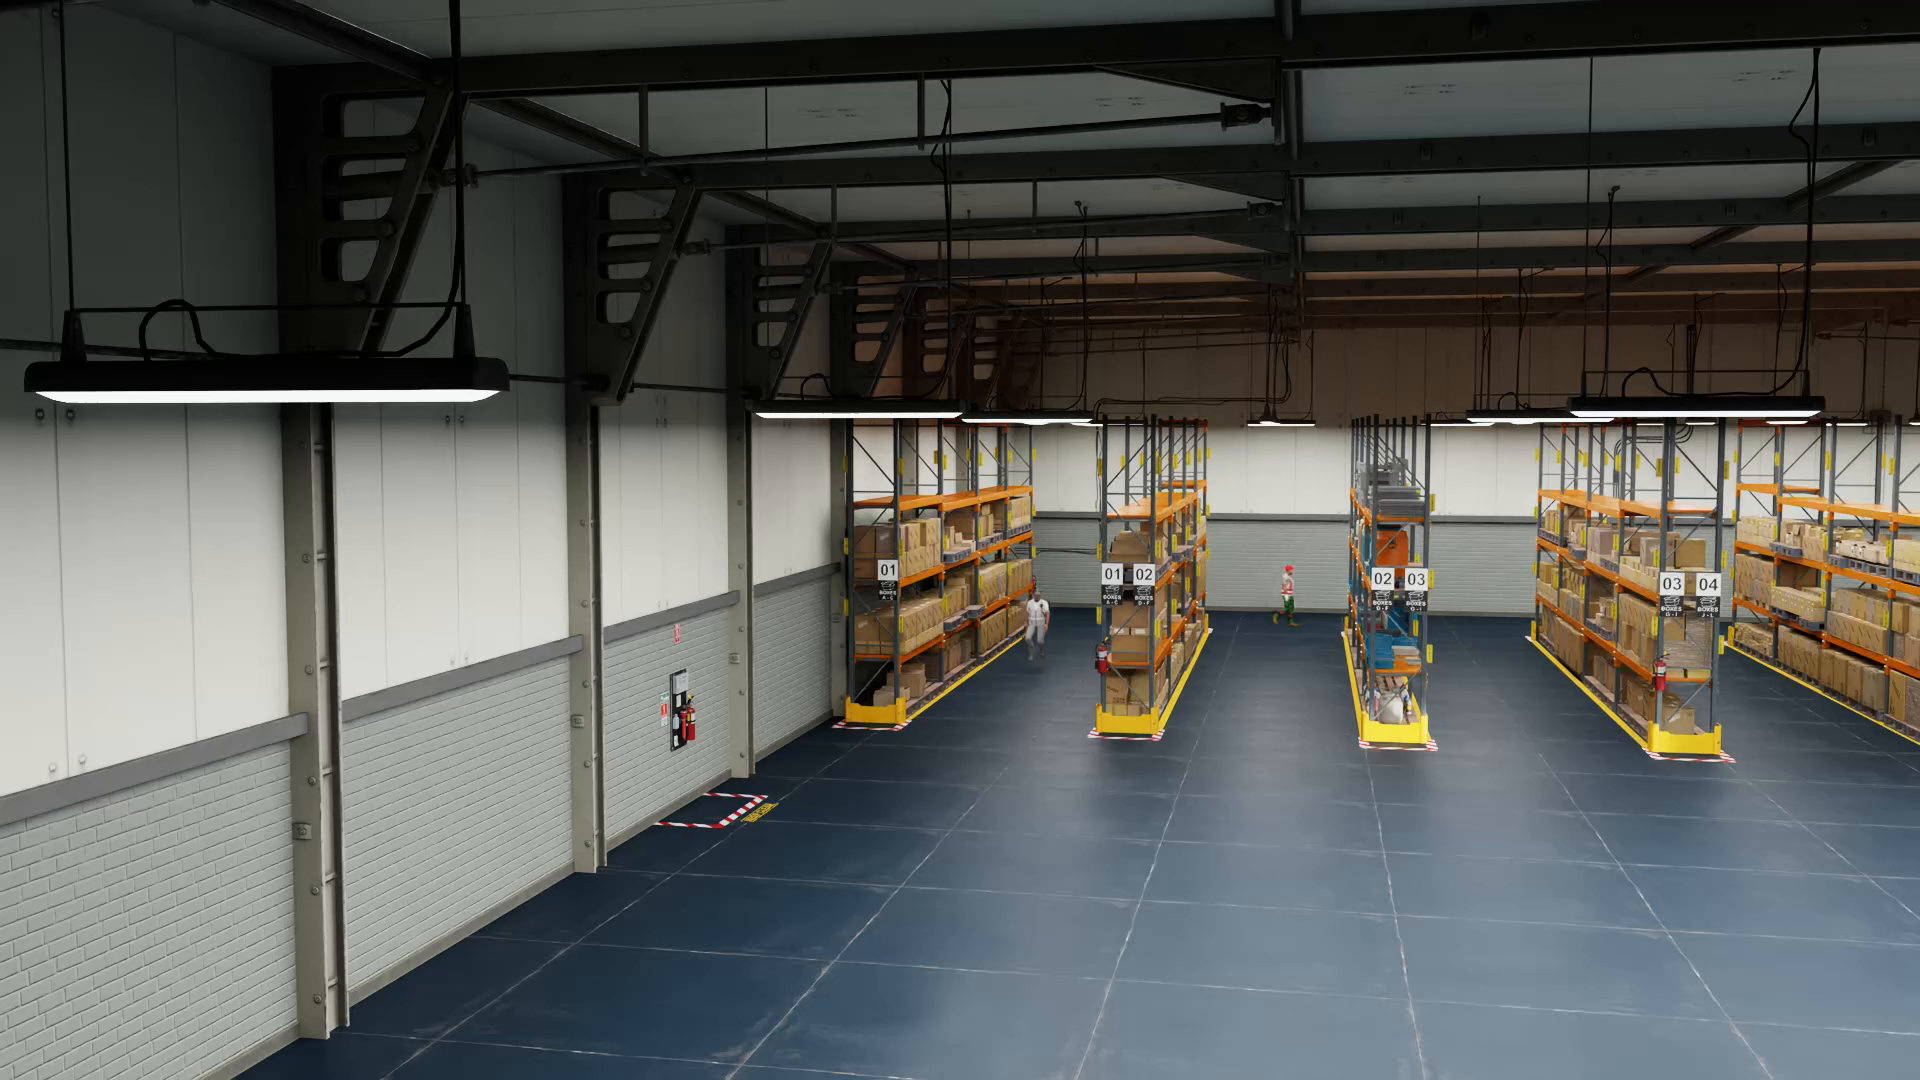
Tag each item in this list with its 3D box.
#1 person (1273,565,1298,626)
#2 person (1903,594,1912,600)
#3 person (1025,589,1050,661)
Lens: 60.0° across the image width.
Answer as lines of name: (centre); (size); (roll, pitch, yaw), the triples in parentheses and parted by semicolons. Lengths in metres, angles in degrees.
person: (9.454, 1.617, 48.241); (0.703, 1.782, 0.612); (2, 4, 26)
person: (22.617, 2.197, 39.638); (0.577, 1.787, 0.580); (0, 4, -7)
person: (1.844, 2.024, 39.644); (0.585, 1.679, 0.556); (1, 4, 13)
